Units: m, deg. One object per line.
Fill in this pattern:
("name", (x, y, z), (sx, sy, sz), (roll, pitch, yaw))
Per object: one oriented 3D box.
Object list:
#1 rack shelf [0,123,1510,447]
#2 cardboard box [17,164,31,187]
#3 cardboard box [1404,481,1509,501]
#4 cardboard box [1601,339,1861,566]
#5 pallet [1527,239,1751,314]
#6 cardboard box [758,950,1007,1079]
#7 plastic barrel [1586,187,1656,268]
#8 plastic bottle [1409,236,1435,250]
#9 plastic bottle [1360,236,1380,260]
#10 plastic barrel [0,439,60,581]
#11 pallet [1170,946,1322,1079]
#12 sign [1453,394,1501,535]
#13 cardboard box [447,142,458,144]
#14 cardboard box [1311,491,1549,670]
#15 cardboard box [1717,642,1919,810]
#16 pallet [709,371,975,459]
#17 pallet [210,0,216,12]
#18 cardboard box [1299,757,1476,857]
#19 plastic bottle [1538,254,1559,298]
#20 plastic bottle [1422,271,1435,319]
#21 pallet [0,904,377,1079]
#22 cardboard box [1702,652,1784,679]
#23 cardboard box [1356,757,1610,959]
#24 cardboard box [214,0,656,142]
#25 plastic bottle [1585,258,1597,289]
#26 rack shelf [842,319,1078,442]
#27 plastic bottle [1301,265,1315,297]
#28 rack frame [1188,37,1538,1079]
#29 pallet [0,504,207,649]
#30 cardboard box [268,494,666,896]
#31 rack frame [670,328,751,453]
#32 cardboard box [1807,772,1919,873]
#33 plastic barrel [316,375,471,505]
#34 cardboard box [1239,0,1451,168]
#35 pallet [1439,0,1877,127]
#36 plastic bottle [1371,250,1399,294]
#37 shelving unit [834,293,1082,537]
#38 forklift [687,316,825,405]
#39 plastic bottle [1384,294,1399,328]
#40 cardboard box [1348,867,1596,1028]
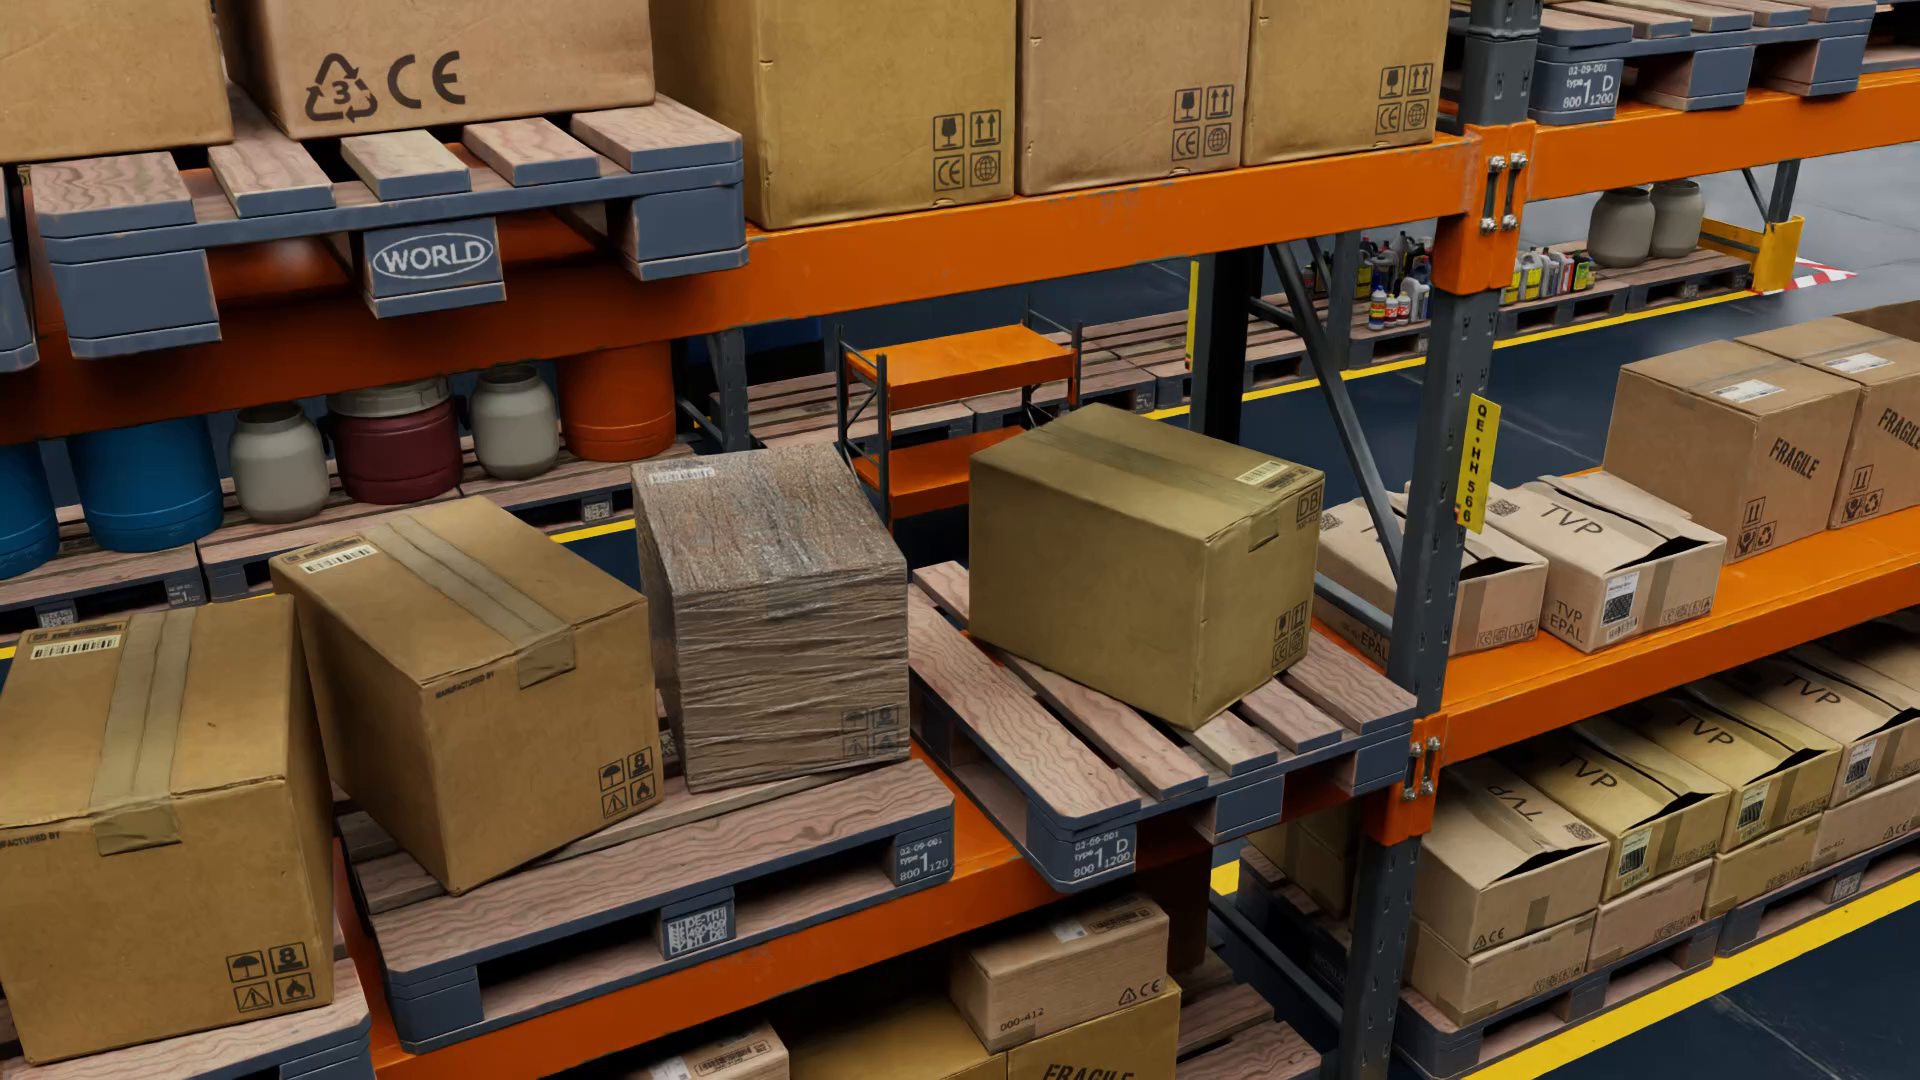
("rack shelf", (-0.817, -0.517, 3.227), (4.000, 0.370, 1.077), (-13, 29, -25))
("cardboard box", (-6.685, -2.236, 11.410), (0.875, 0.875, 1.225), (-13, 29, -25))
("cardboard box", (1.611, -0.072, 5.225), (0.250, 0.149, 0.380), (-13, 29, -25))
("cardboard box", (2.421, -0.290, 5.272), (0.500, 0.500, 0.500), (-15, 29, -28))
("pallet", (4.915, -1.965, 12.098), (1.213, 0.211, 1.003), (-13, 29, -25))
("cardboard box", (-0.224, 1.417, 4.212), (0.500, 0.500, 0.500), (-14, 29, -27))
("plastic barrel", (4.692, -2.221, 11.800), (0.421, 0.512, 0.421), (0, 26, 0))
("plastic bottle", (3.182, -1.952, 11.489), (0.135, 0.276, 0.152), (-12, 28, -24))
("plastic bottle", (2.752, -1.888, 11.270), (0.185, 0.351, 0.144), (-15, 29, -28))
("plastic barrel", (-4.421, -0.322, 7.395), (0.708, 0.901, 0.600), (-13, 29, -25))
("pallet", (0.271, 1.498, 4.886), (1.213, 0.211, 1.003), (-13, 29, -25))
("sign", (1.211, -0.178, 3.908), (0.005, 0.325, 0.100), (-13, 29, -25))
("cardboard box", (-4.329, -2.780, 12.544), (0.875, 0.875, 1.225), (-14, 29, -27))
("cardboard box", (1.289, 0.086, 4.708), (0.500, 0.311, 0.500), (-11, 28, -22))
("cardboard box", (2.912, 0.588, 5.603), (0.500, 0.311, 0.500), (-13, 29, -26))
("pallet", (-0.678, -0.675, 9.412), (1.213, 0.211, 1.003), (-13, 29, -25))
("pallet", (-7.683, -5.090, 15.608), (1.213, 0.211, 1.003), (-13, 29, -25))
("cardboard box", (1.294, 0.700, 5.370), (0.500, 0.311, 0.500), (-12, 28, -24))
("plastic bottle", (3.907, -1.778, 11.127), (0.135, 0.276, 0.152), (-14, 29, -27))
("plastic bottle", (3.057, -1.614, 10.698), (0.185, 0.351, 0.144), (-12, 28, -24))
("pallet", (-1.825, 0.883, 3.166), (1.213, 0.211, 1.003), (-13, 29, -25))
("cardboard box", (2.639, 0.389, 6.019), (0.500, 0.311, 0.500), (-12, 28, -24))
("cardboard box", (1.548, 0.906, 4.941), (0.500, 0.311, 0.500), (-12, 28, -23))
("cardboard box", (-0.927, -1.061, 2.812), (0.600, 0.600, 0.600), (-14, 29, -27))
("plastic bottle", (4.265, -1.814, 11.287), (0.097, 0.201, 0.097), (0, 26, 0))
("rack shelf", (-0.006, -0.770, 7.877), (1.000, 0.278, 0.538), (-13, 29, -25))
("plastic bottle", (2.323, -1.734, 11.120), (0.097, 0.201, 0.097), (0, 26, 0))
("rack frame", (0.948, 0.103, 4.569), (0.127, 3.000, 1.000), (-13, 29, -25))
("pallet", (-4.209, 0.141, 7.712), (1.213, 0.211, 1.003), (-13, 29, -25))
("cardboard box", (-1.052, 0.300, 3.559), (0.500, 0.500, 0.700), (-22, 33, -38))
("rack frame", (-1.380, -1.789, 8.511), (0.127, 3.000, 1.000), (-13, 29, -25))
("cardboard box", (2.900, 0.844, 5.719), (0.500, 0.250, 0.500), (-12, 28, -24))
("plastic barrel", (-2.800, -0.555, 8.242), (0.708, 0.588, 0.600), (-13, 29, -25))
("cardboard box", (0.579, -1.192, 3.687), (0.500, 0.500, 0.910), (-13, 29, -25))
("pallet", (1.504, -1.336, 4.320), (1.003, 0.211, 1.213), (-12, 28, -23))
("plastic bottle", (2.843, -1.803, 11.179), (0.135, 0.276, 0.152), (-13, 29, -25))
("shelving unit", (-0.006, -0.506, 8.004), (1.048, 1.125, 0.538), (-13, 29, -25))
("forklift", (-2.049, -2.689, 10.464), (1.130, 2.935, 3.031), (-16, 30, -29))
("plastic bottle", (2.727, -1.459, 10.548), (0.097, 0.201, 0.097), (0, 26, 0))
("cardboard box", (1.548, 1.159, 5.062), (0.500, 0.250, 0.500), (-13, 29, -25))
